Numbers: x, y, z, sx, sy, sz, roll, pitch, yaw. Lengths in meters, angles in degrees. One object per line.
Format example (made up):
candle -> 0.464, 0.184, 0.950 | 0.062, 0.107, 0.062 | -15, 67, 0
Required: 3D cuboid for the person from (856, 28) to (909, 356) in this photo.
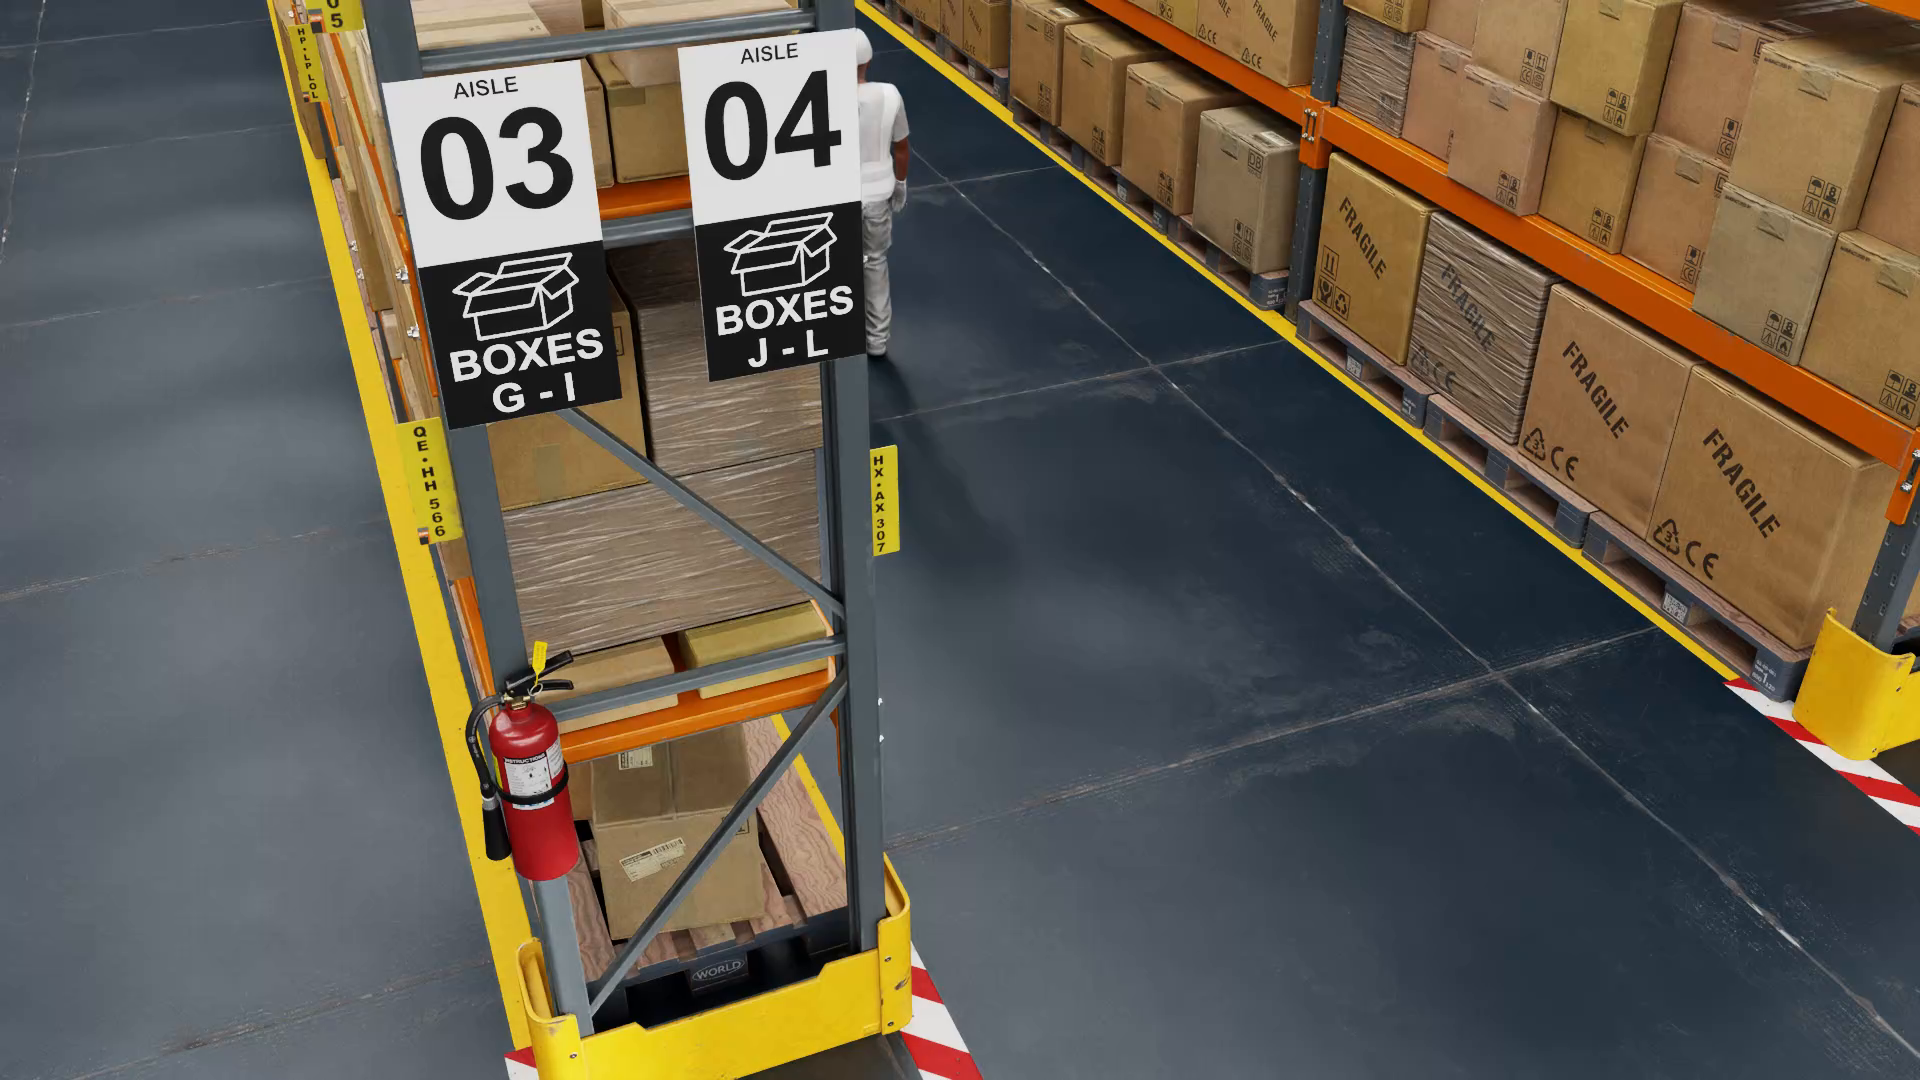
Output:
person -> -0.572, -1.866, 8.954 | 0.604, 1.818, 0.486 | -8, 34, -11
